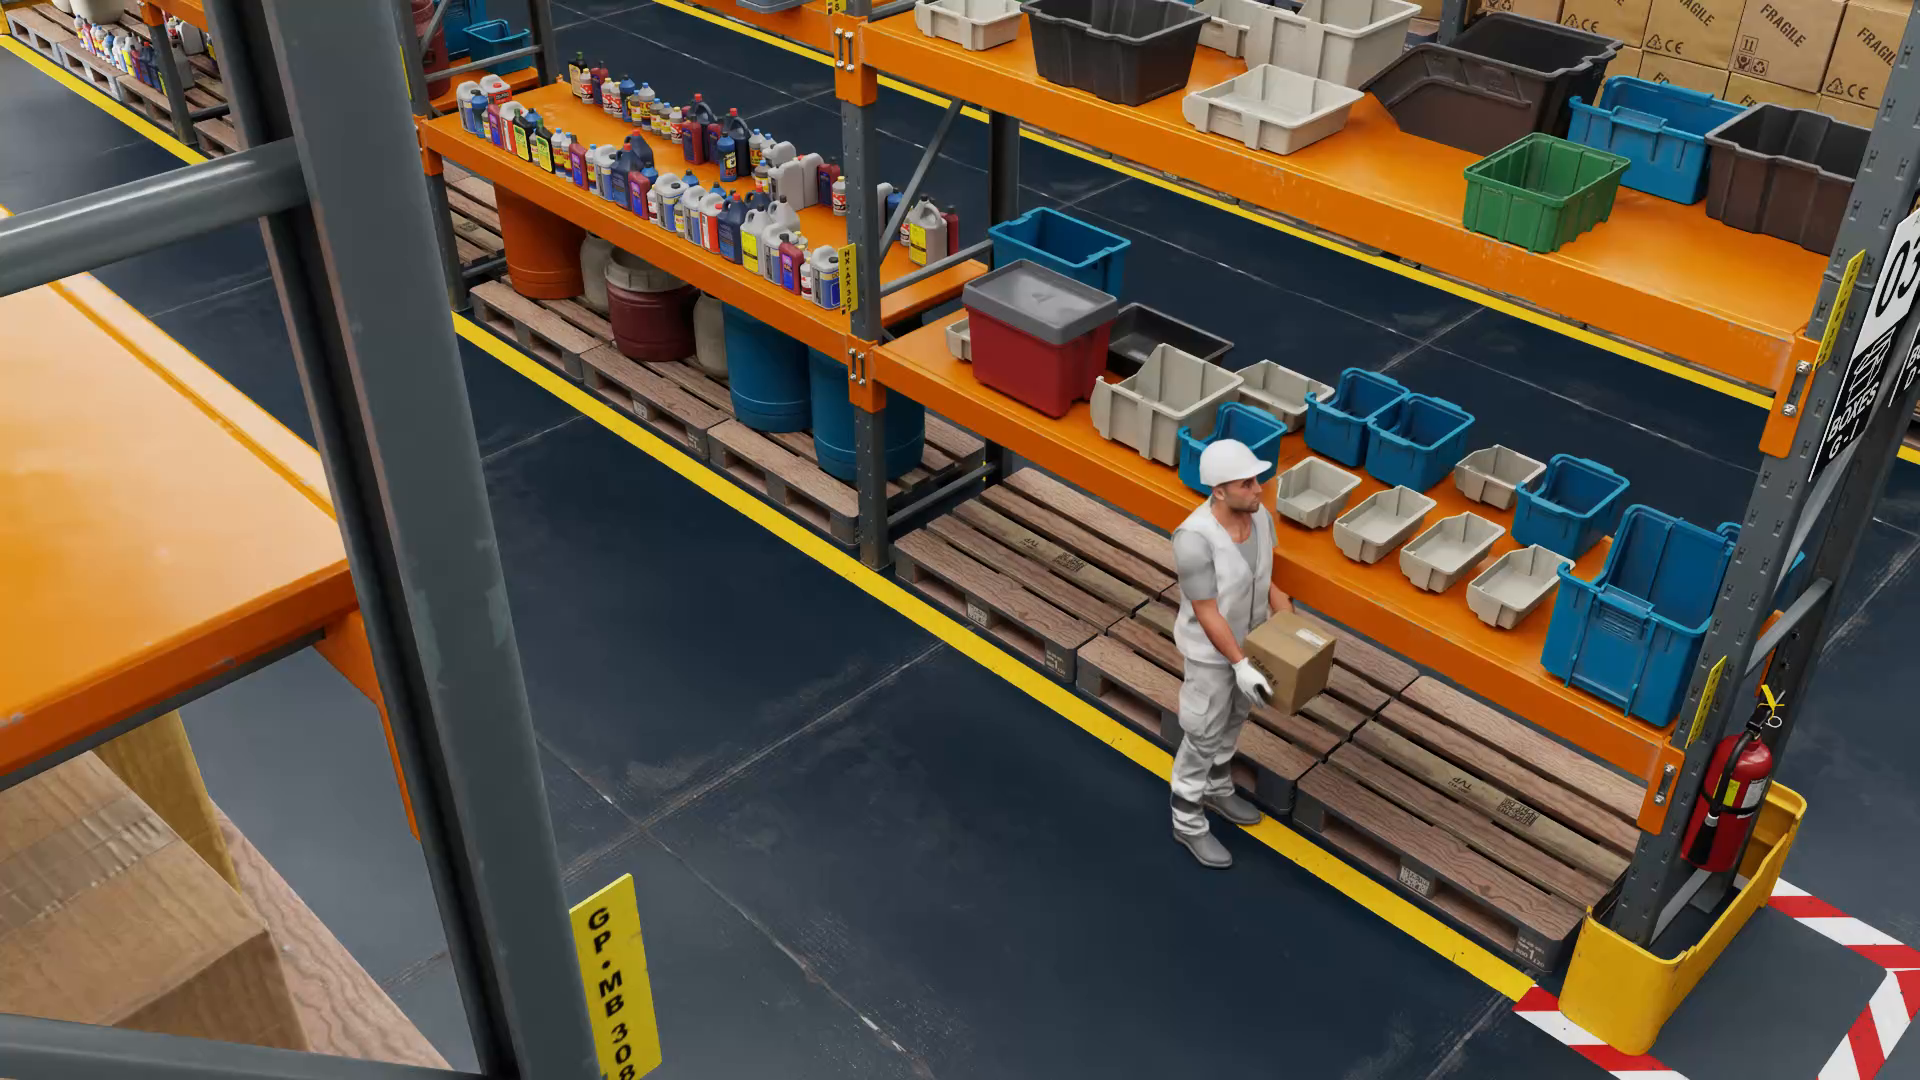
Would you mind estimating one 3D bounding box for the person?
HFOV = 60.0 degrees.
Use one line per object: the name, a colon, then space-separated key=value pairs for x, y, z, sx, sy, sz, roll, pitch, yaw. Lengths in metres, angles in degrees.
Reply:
person: x=1.087 y=0.446 z=6.487 sx=0.525 sy=1.793 sz=0.538 roll=-30 pitch=45 yaw=-35
